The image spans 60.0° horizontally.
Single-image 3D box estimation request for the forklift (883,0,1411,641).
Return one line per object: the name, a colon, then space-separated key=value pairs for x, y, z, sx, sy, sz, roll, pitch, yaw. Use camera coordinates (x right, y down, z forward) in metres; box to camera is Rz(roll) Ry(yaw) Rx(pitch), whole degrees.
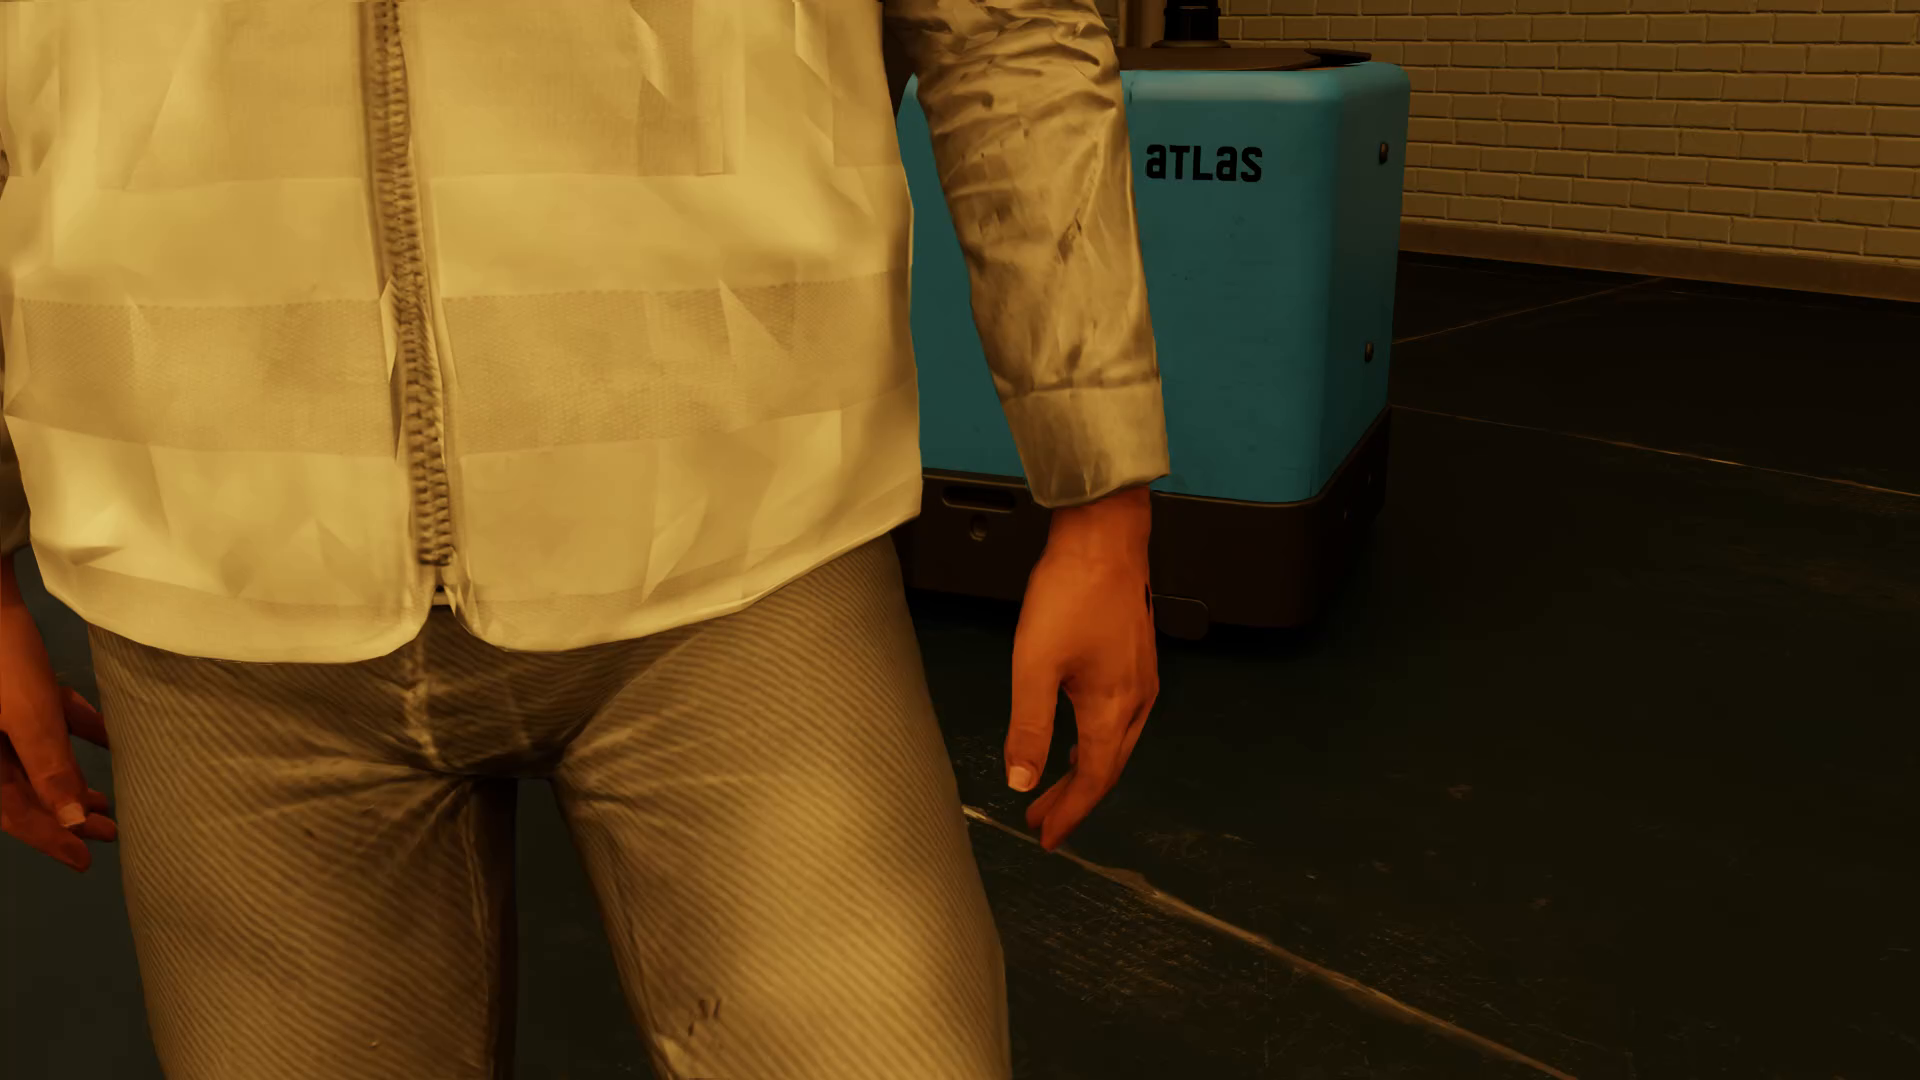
forklift: x=-0.563 y=-1.469 z=3.684 sx=3.031 sy=2.935 sz=1.130 roll=7 pitch=18 yaw=21
